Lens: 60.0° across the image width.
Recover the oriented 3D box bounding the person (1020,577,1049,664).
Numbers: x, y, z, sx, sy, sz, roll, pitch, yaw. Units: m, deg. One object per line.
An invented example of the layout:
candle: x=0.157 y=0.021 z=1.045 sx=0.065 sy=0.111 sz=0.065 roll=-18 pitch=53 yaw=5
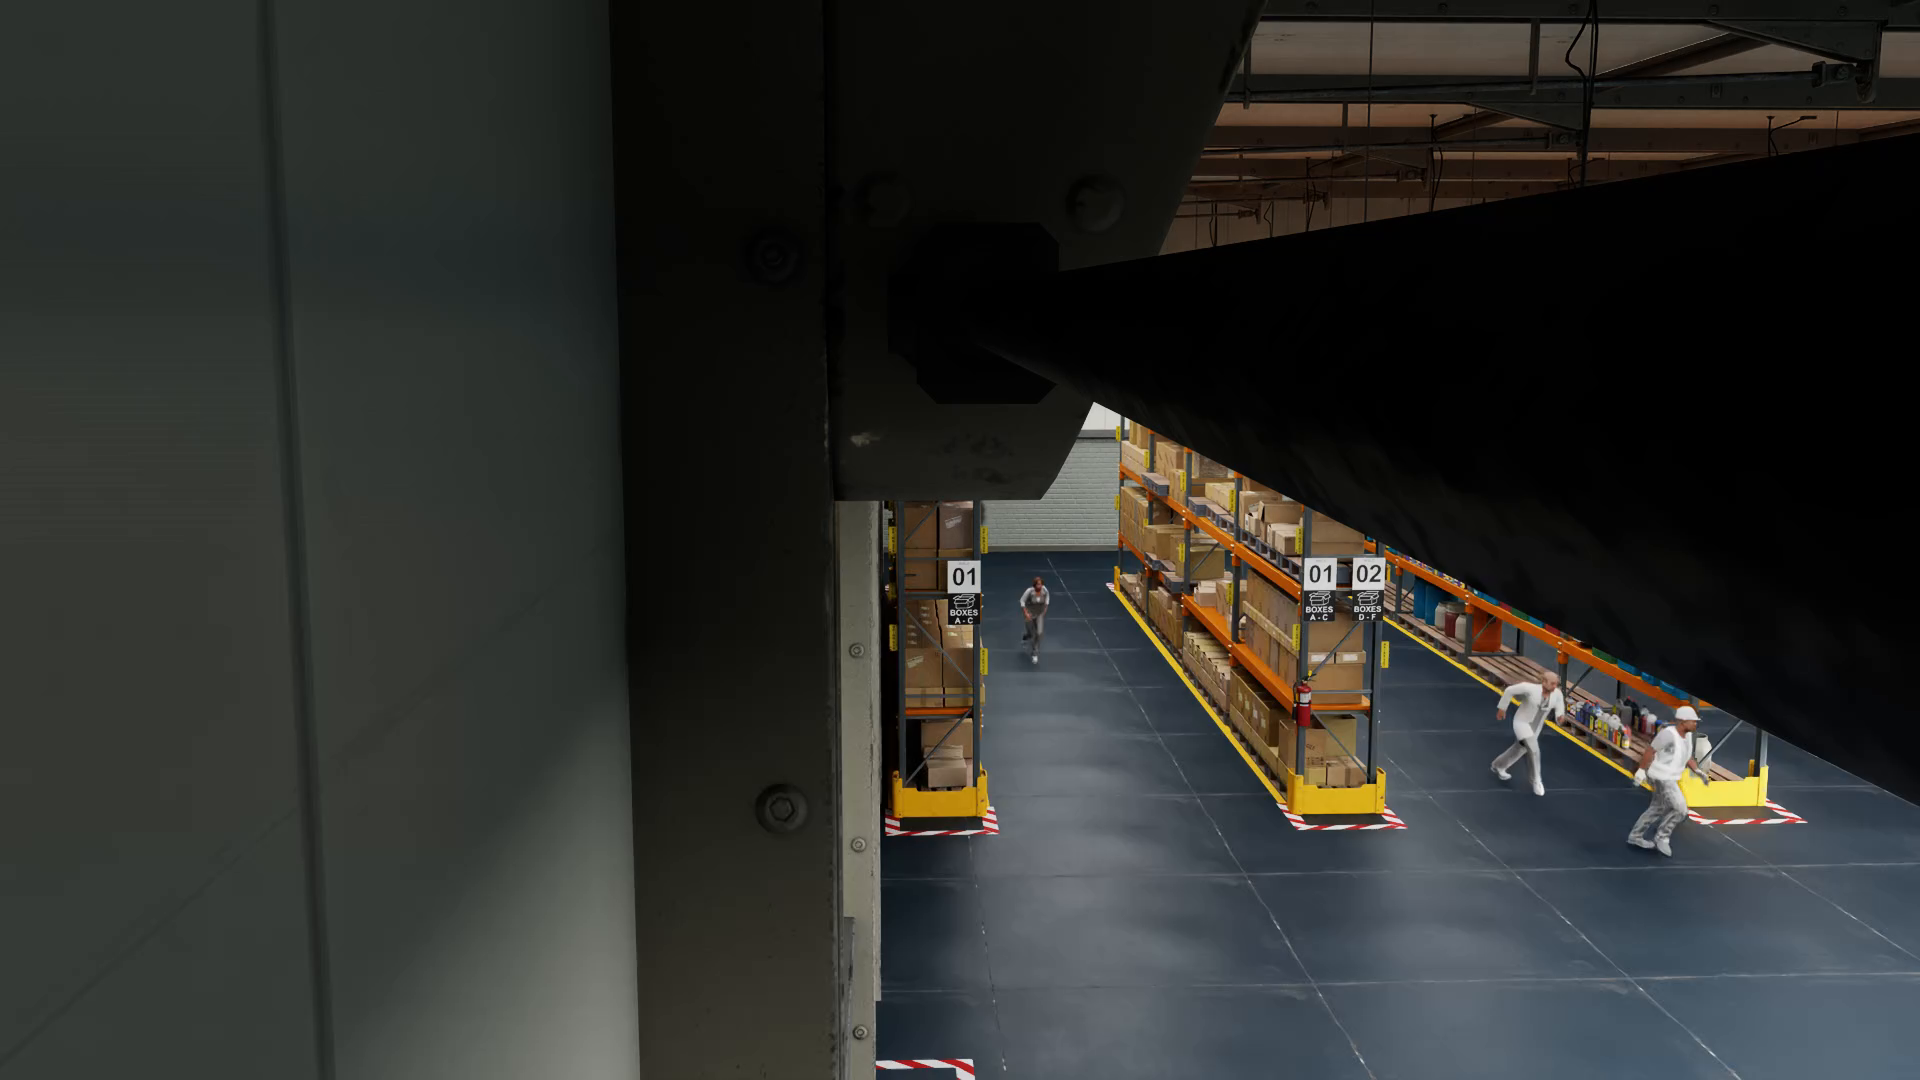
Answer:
person: x=1.280 y=1.423 z=29.439 sx=0.549 sy=1.443 sz=0.863 roll=-3 pitch=9 yaw=-21

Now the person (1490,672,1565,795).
person: x=7.370 y=2.424 z=21.559 sx=0.705 sy=1.602 sz=1.192 roll=-3 pitch=9 yaw=-19

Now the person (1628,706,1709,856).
person: x=8.130 y=2.726 z=19.082 sx=0.791 sy=1.708 sz=0.649 roll=7 pitch=11 yaw=40
